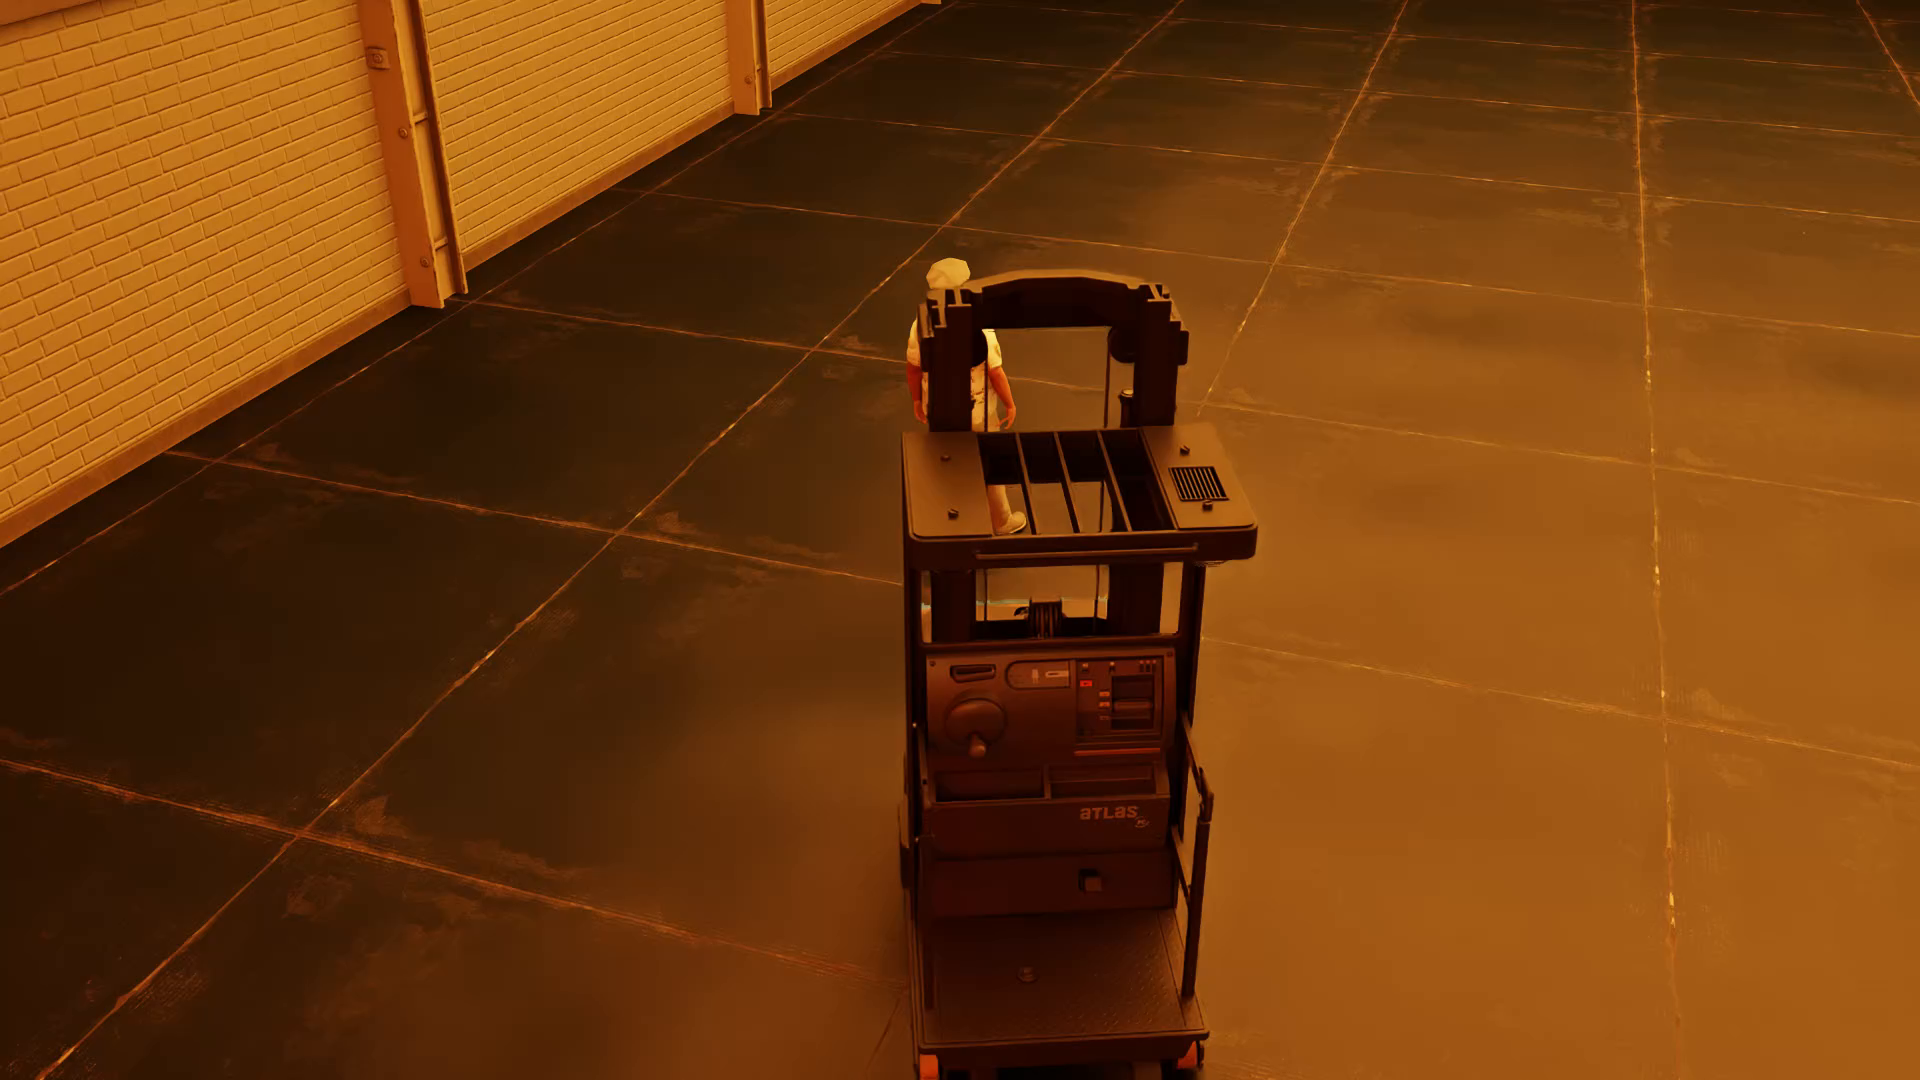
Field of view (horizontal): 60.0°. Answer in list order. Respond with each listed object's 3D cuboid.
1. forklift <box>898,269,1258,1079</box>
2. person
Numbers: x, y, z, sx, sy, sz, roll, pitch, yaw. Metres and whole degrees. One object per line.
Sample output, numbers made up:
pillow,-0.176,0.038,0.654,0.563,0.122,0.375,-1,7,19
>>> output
forklift,0.357,0.649,5.998,1.130,2.935,3.031,-2,30,-3
person,0.036,-0.816,9.712,0.641,1.780,0.574,10,31,16
